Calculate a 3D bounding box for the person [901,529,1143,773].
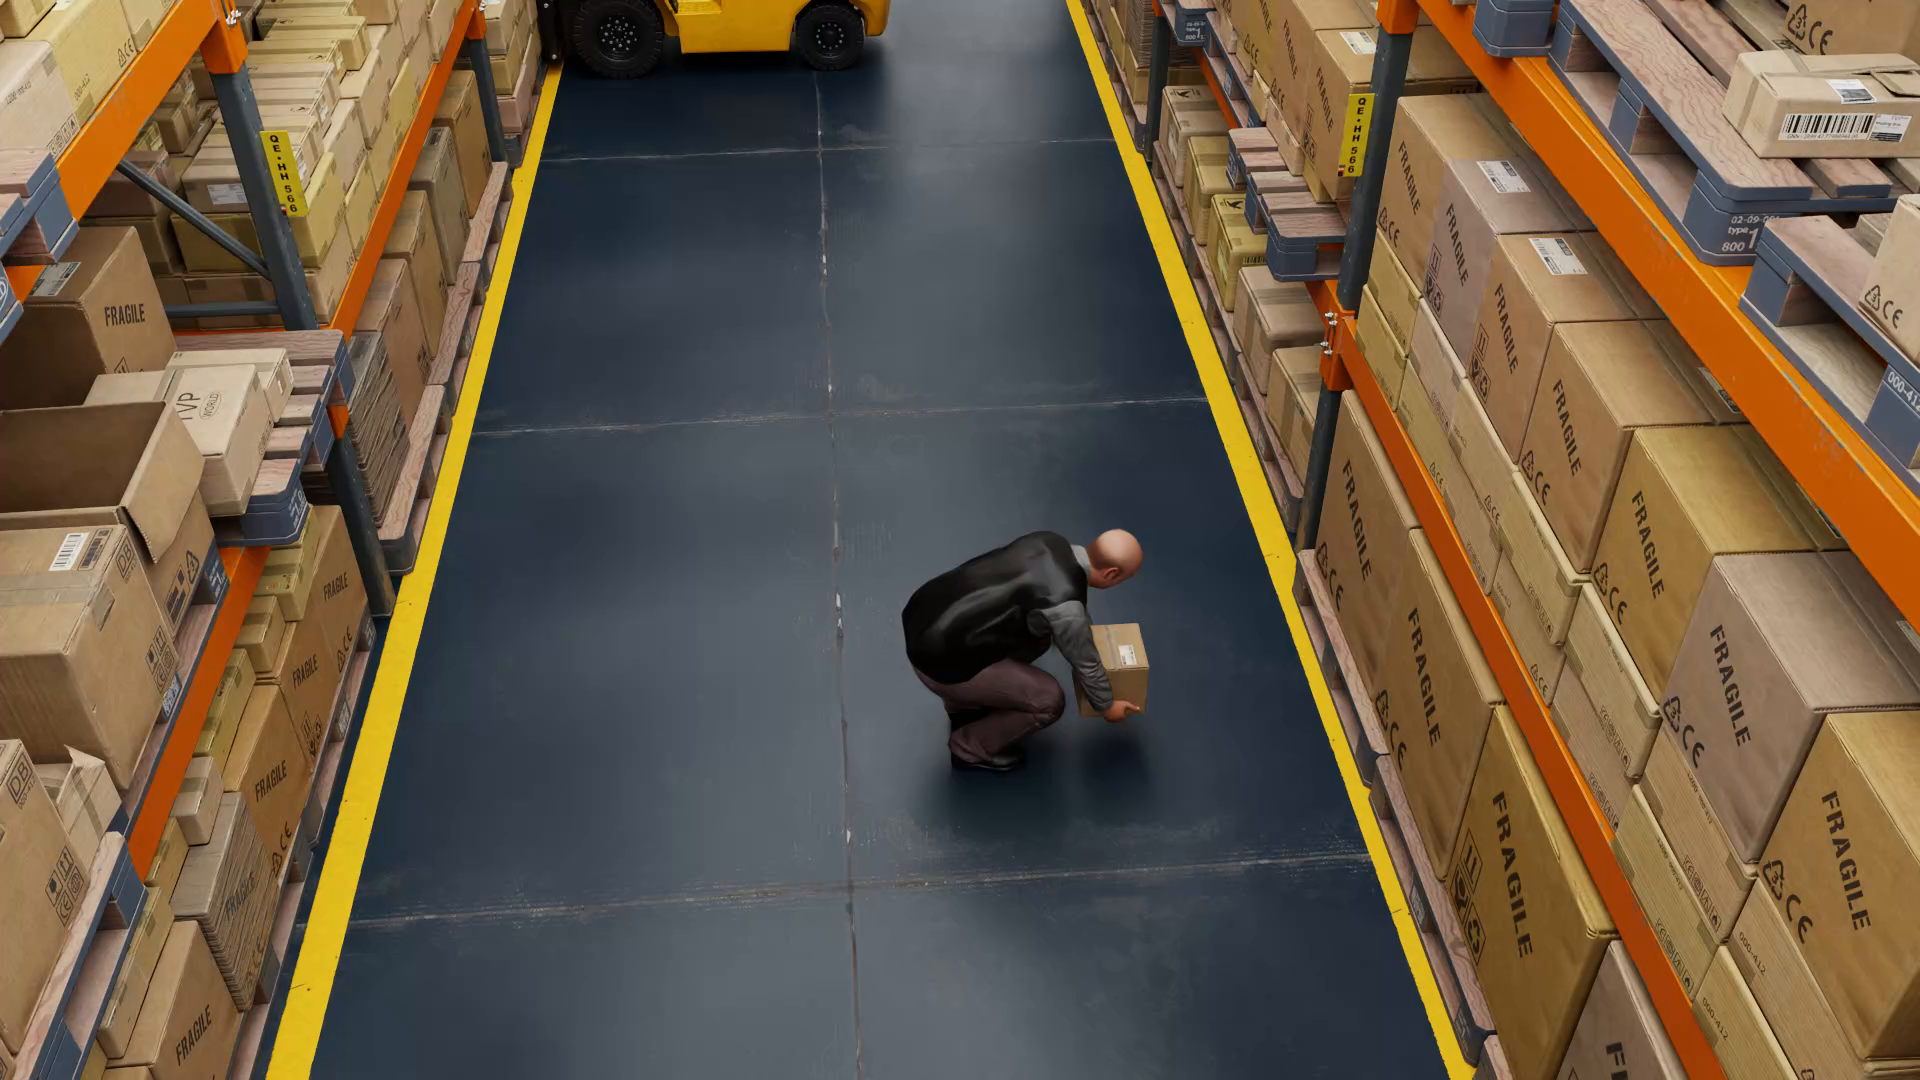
[{"bbox_3d":[0.233,0.399,6.294,0.894,0.959,0.509,-4,39,-5],"label":"person"}]
